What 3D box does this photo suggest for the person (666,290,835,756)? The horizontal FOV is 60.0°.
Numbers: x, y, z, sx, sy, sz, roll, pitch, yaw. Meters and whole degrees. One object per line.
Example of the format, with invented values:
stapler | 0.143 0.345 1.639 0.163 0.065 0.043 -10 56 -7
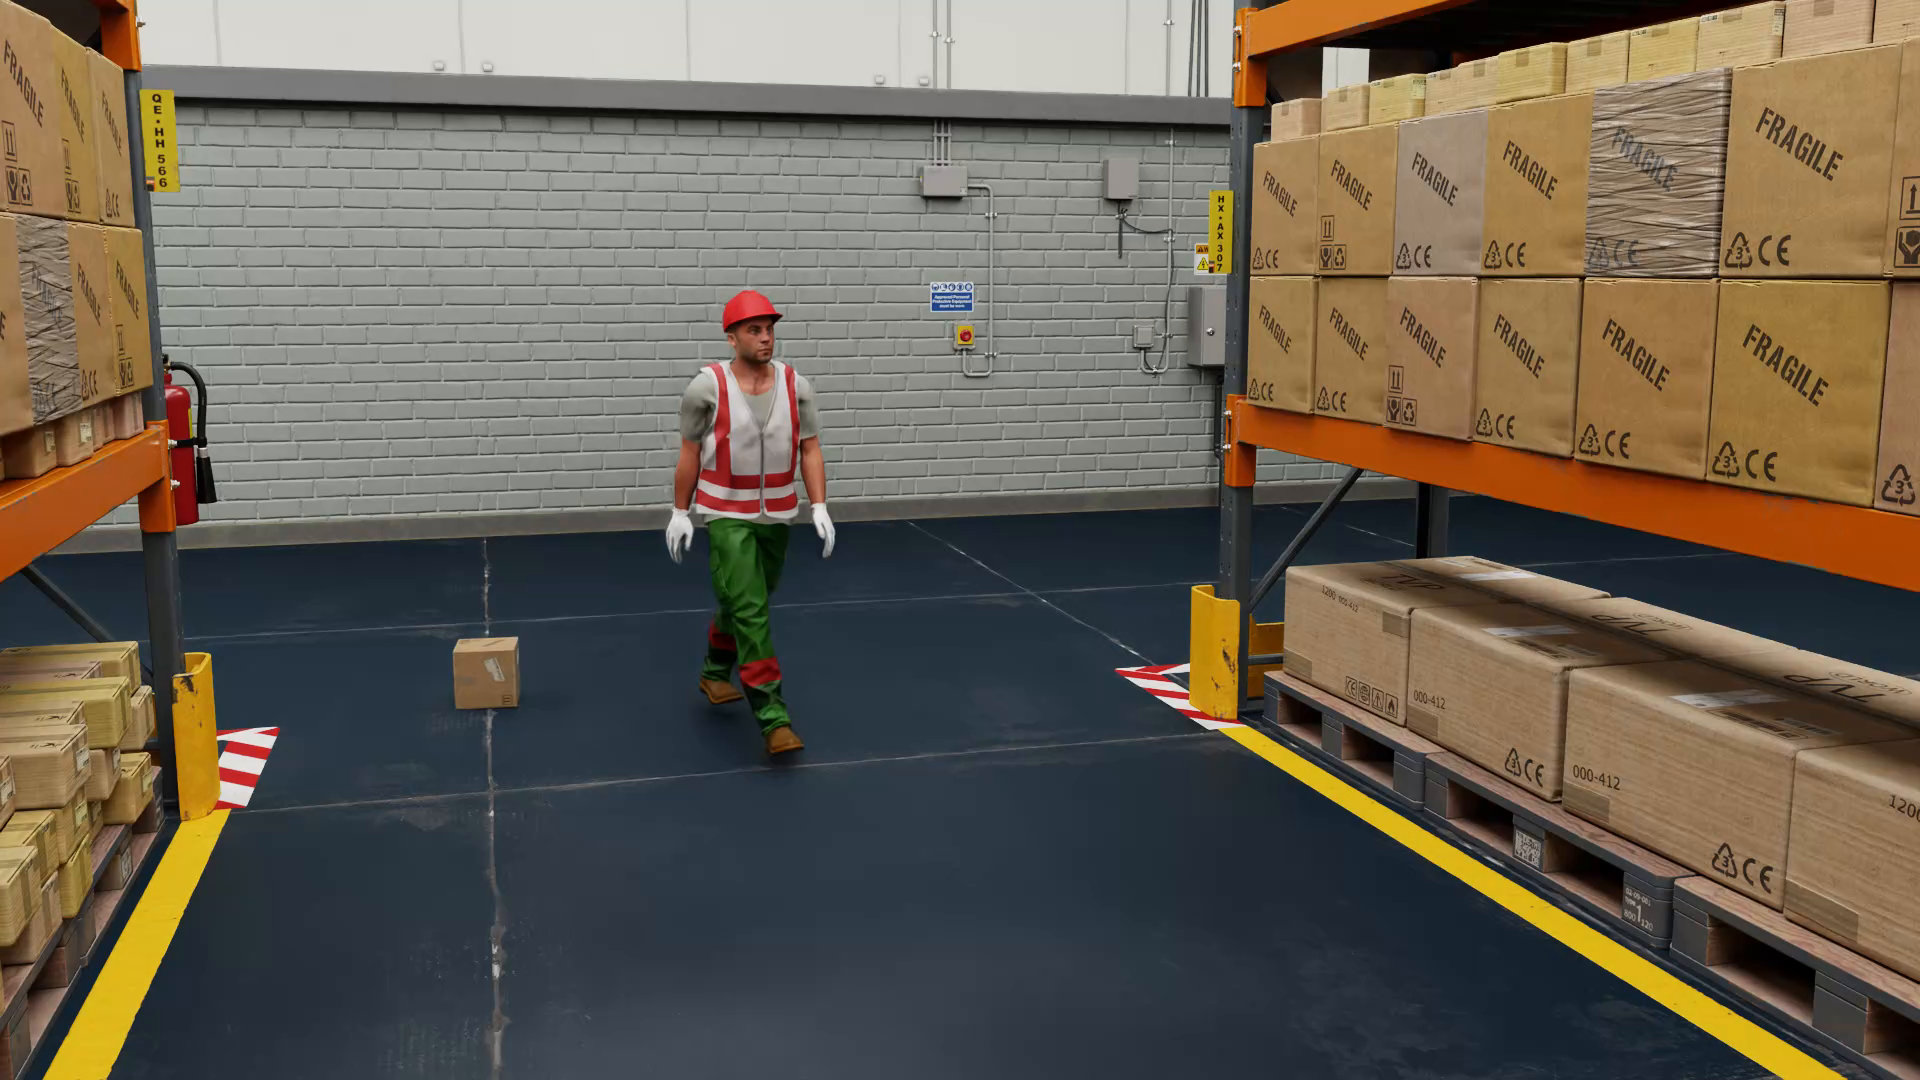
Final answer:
person | -0.800 -0.091 6.434 0.577 1.733 1.087 -6 11 -32
